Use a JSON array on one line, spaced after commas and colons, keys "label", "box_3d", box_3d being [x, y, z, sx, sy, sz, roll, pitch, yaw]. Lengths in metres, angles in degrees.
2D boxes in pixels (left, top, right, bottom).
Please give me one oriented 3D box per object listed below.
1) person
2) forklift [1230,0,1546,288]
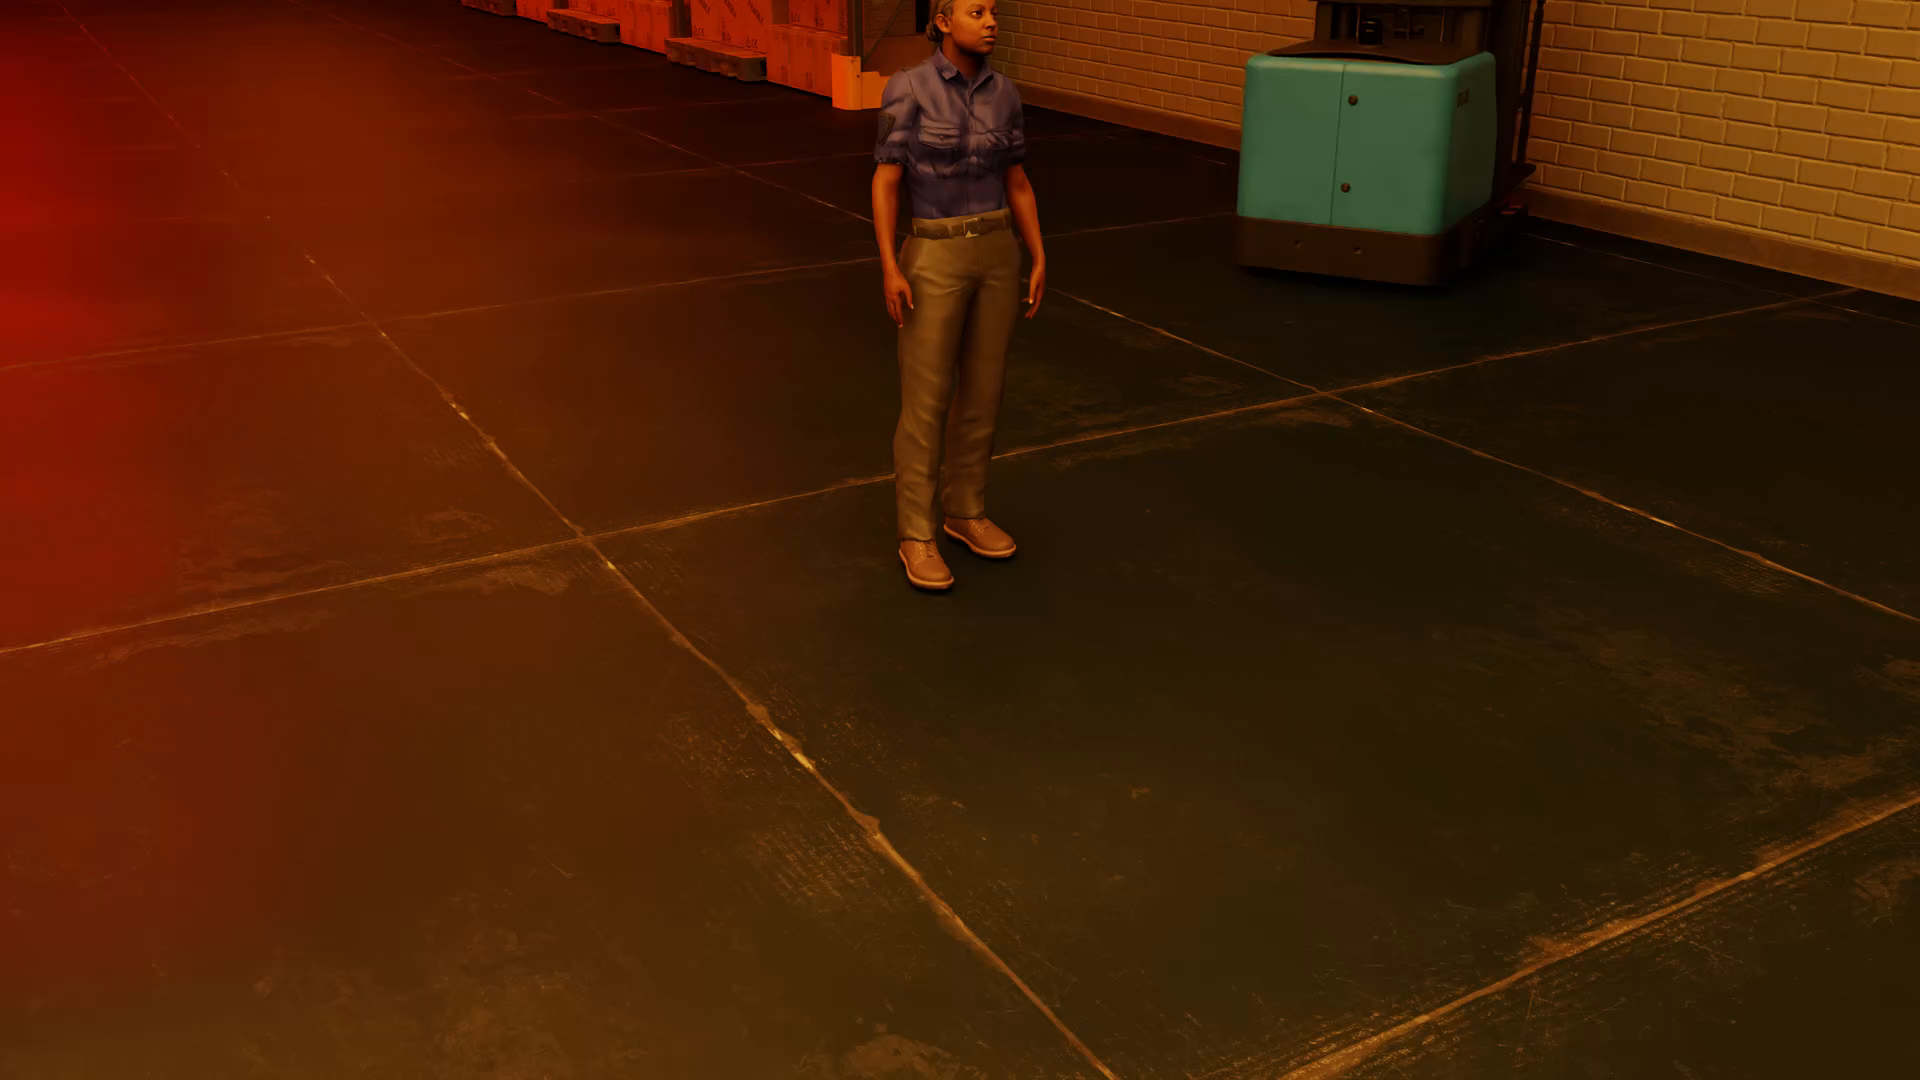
[{"label": "person", "box_3d": [0.027, -0.740, 4.738, 0.569, 1.656, 0.503, -12, 25, -28]}, {"label": "forklift", "box_3d": [2.527, -3.076, 8.770, 1.130, 2.935, 3.031, 12, 25, 27]}]
